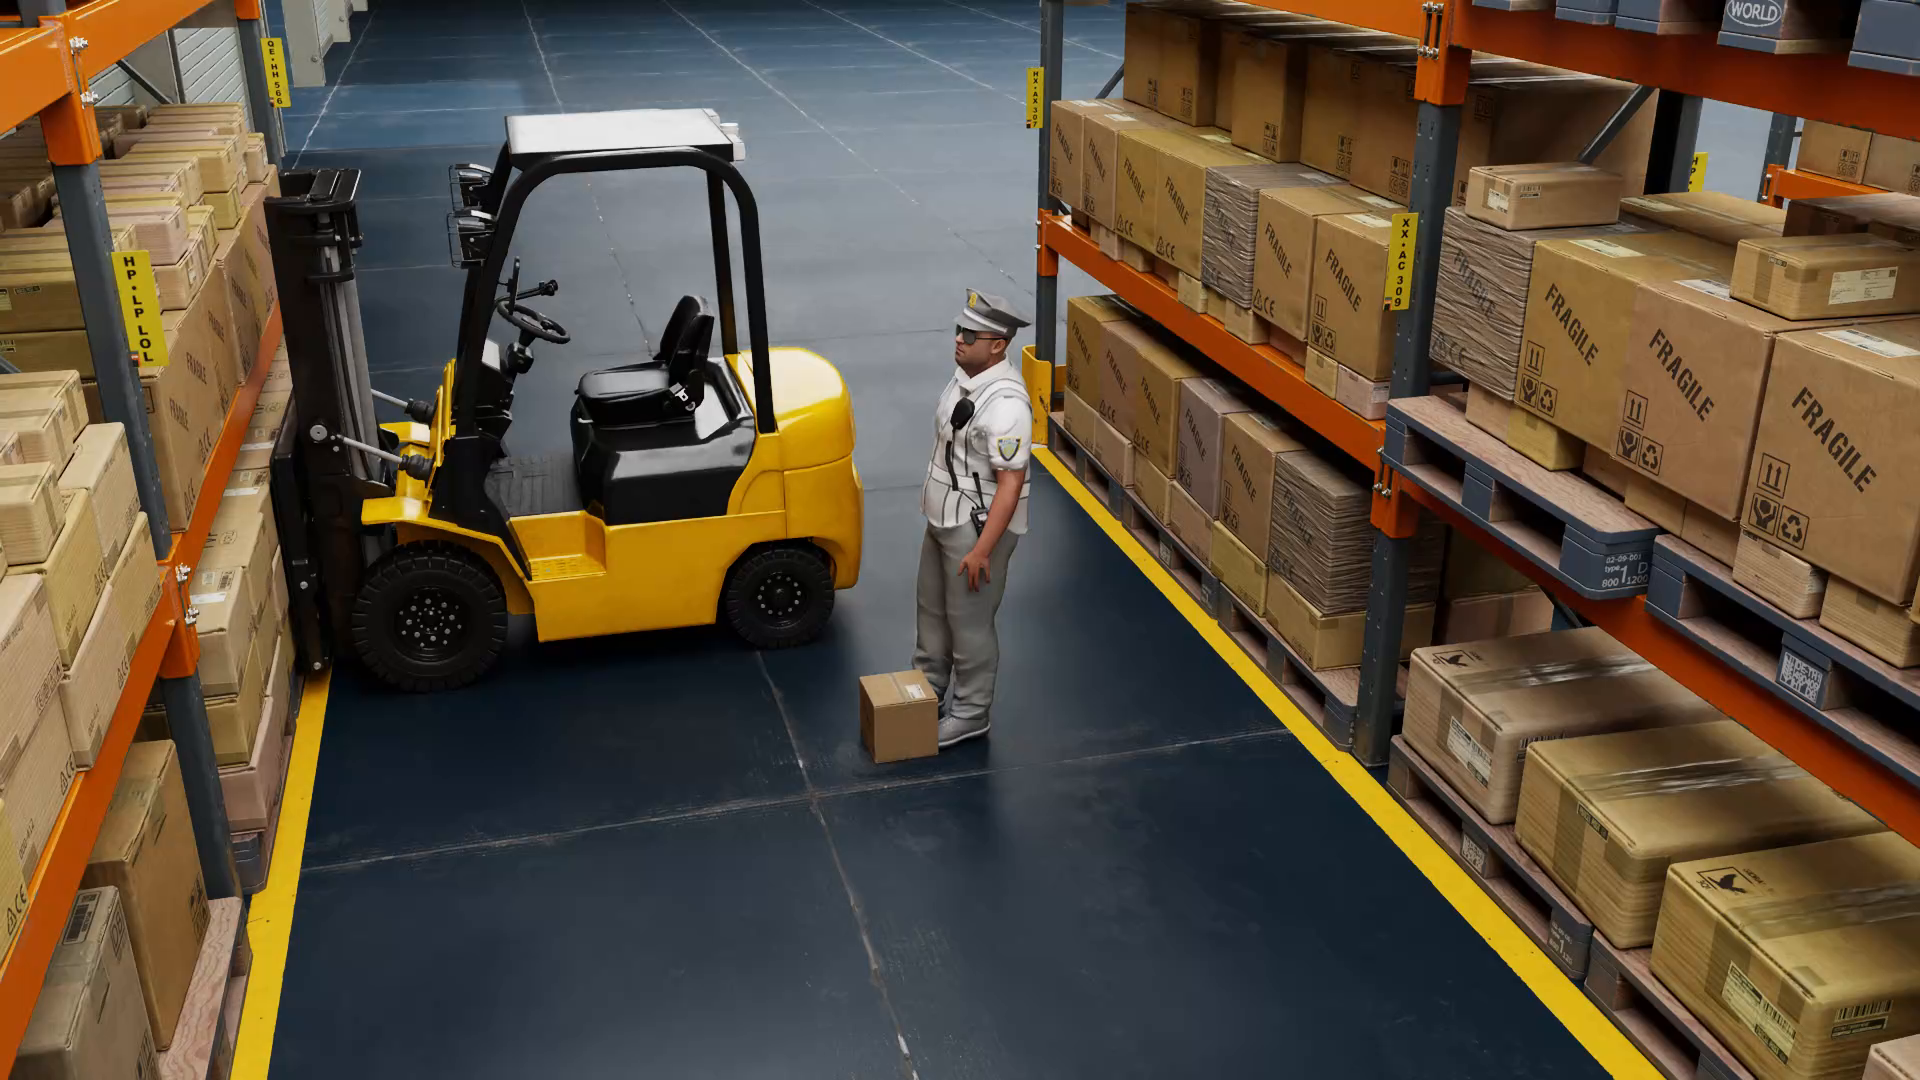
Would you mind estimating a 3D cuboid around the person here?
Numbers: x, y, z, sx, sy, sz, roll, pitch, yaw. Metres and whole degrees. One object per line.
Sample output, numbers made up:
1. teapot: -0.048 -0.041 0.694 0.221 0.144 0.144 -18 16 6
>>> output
1. person: -0.038 -0.070 6.190 0.575 1.781 0.640 -6 24 -14
